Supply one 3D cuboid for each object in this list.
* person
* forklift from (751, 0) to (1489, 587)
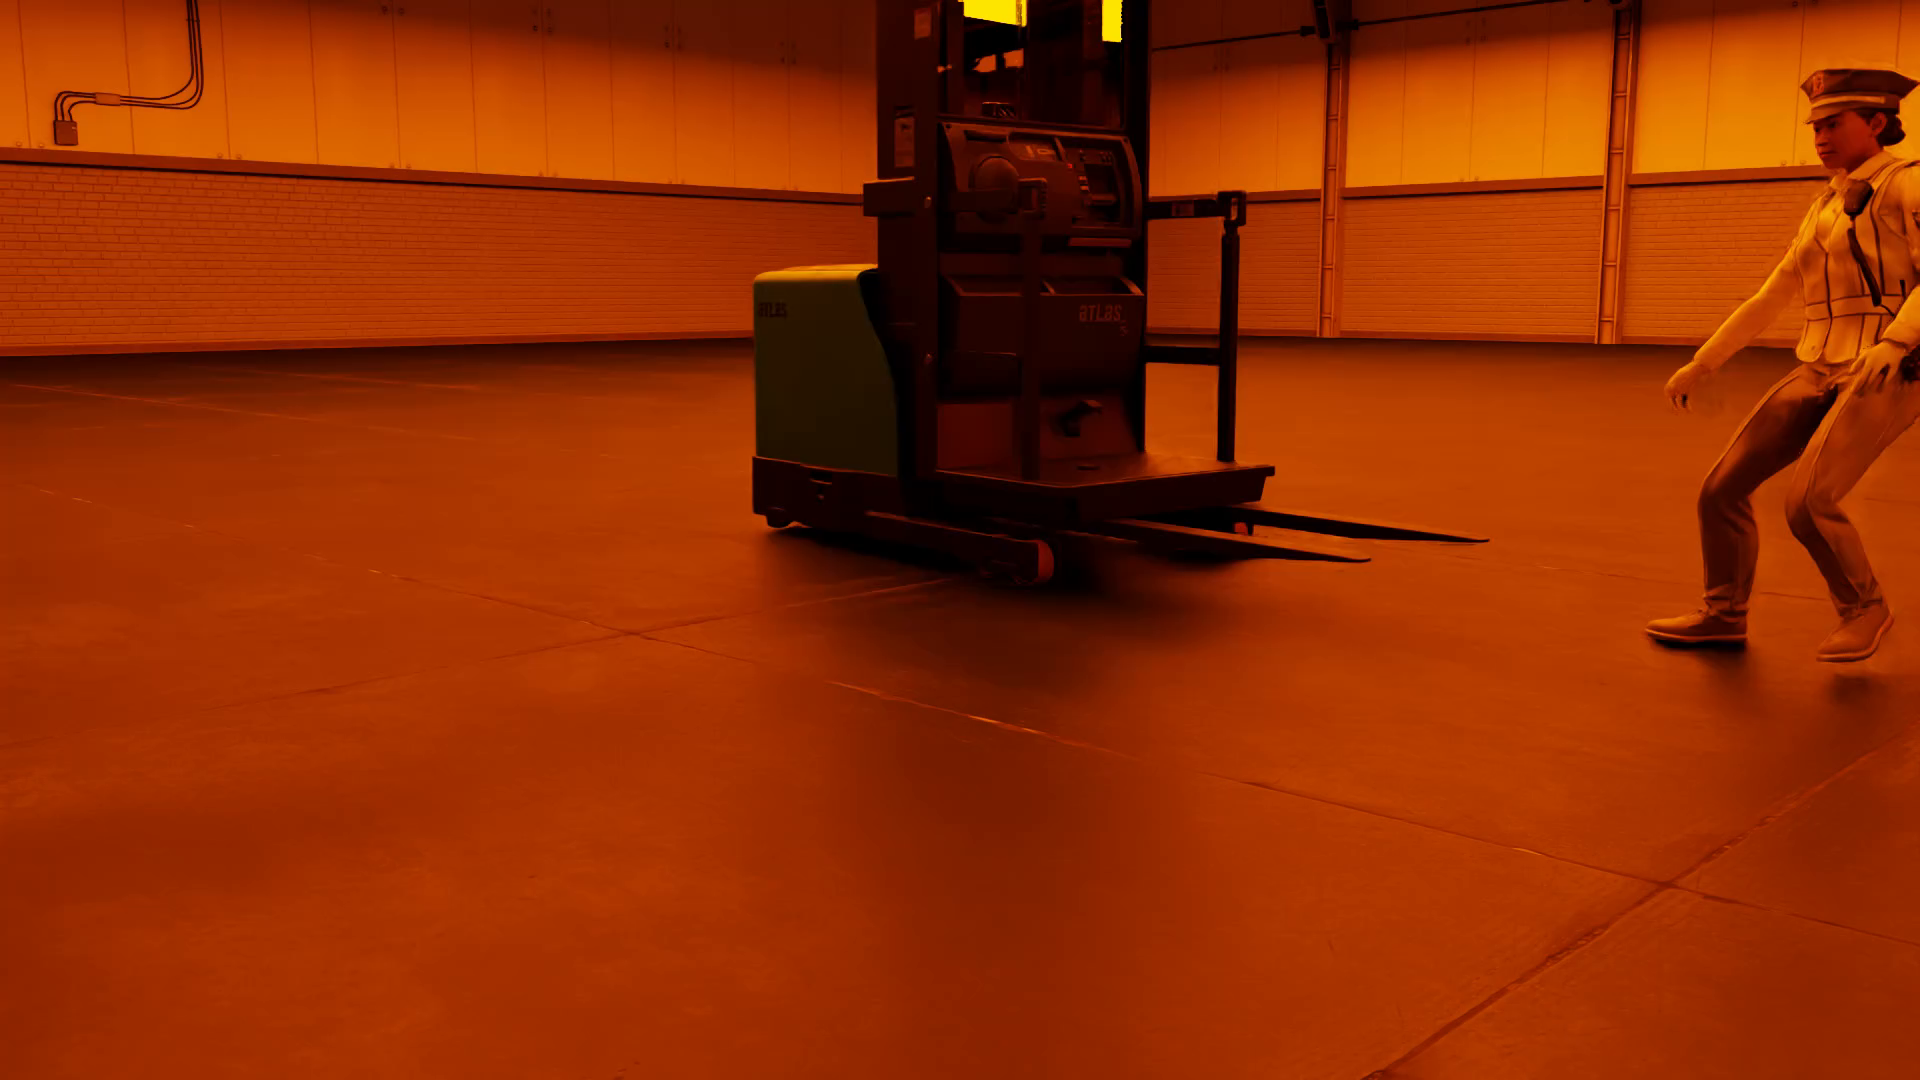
[{"bbox_3d":[2.255,-0.445,4.396,0.489,1.557,0.721,-2,9,-10],"label":"person"},{"bbox_3d":[0.451,-1.374,5.999,1.130,2.935,3.031,-7,11,-39],"label":"forklift"}]
